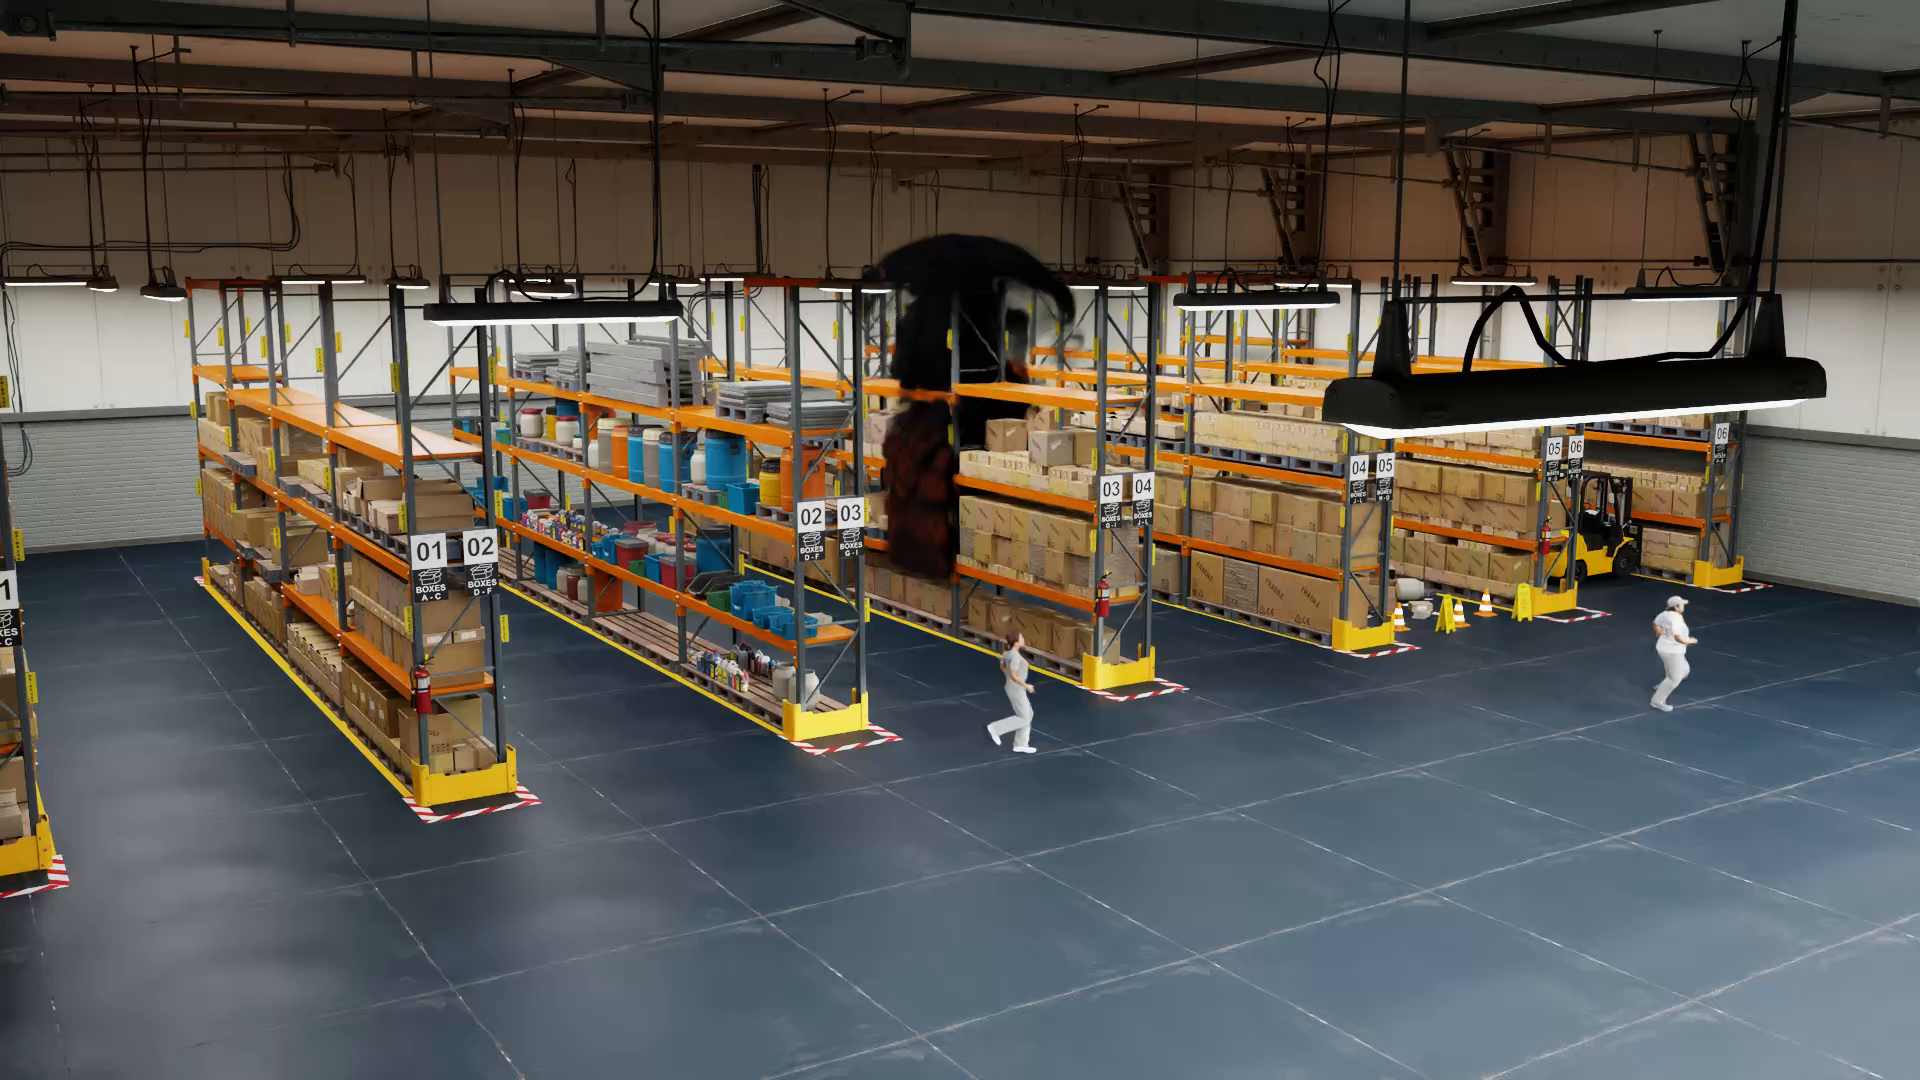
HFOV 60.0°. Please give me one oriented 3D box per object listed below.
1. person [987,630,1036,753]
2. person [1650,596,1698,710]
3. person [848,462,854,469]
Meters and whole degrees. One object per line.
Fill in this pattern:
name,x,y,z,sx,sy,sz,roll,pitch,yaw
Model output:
person,0.660,1.966,21.493,0.672,1.636,0.550,-2,10,-11
person,10.121,1.594,23.562,0.570,1.639,0.661,1,10,8
person,-2.538,-0.973,38.709,0.689,1.729,0.787,-4,10,-24
